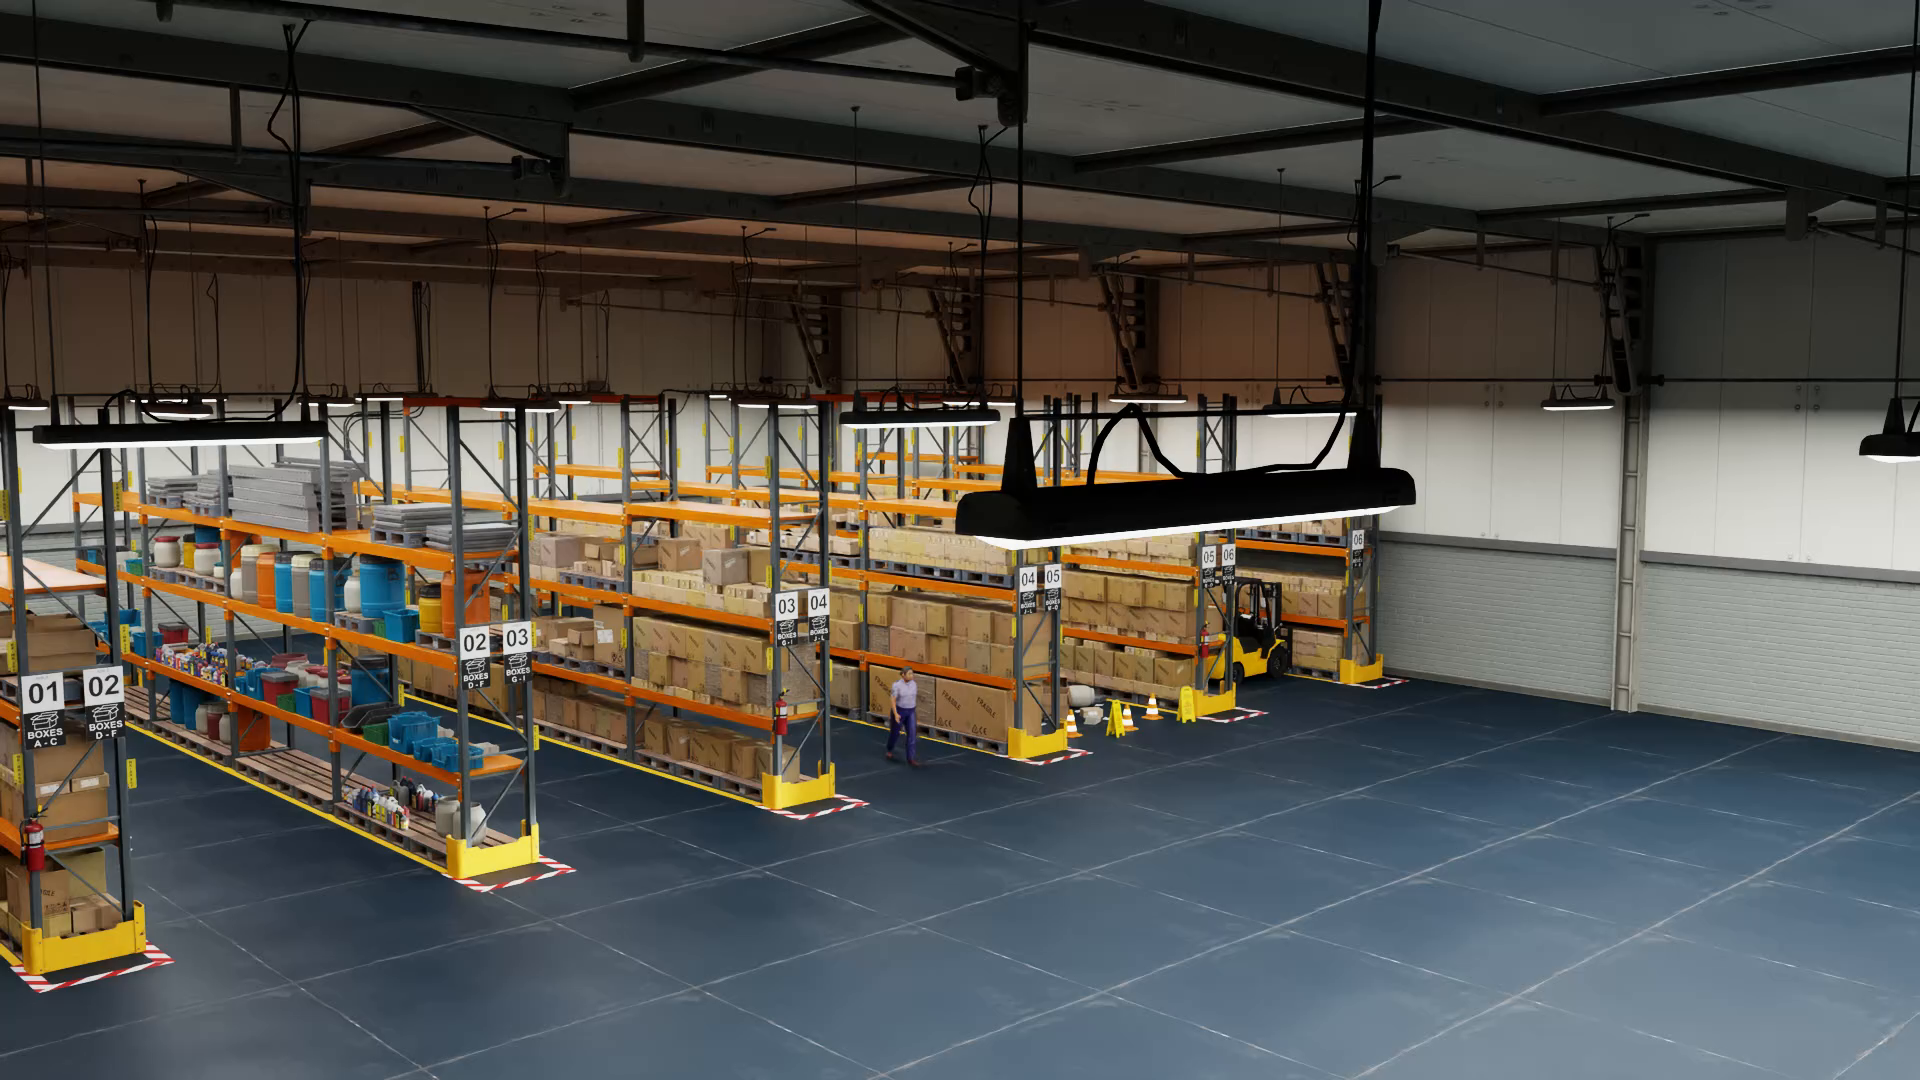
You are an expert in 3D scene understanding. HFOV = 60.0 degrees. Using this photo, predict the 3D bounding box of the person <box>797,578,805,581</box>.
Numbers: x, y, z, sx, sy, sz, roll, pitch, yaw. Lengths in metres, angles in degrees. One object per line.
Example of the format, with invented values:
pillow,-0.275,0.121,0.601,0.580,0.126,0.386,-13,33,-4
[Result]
person,-3.551,1.749,38.170,0.584,1.775,0.624,0,6,1

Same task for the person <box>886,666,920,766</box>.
person,-0.907,2.880,27.462,0.556,1.604,0.940,-4,7,-32
